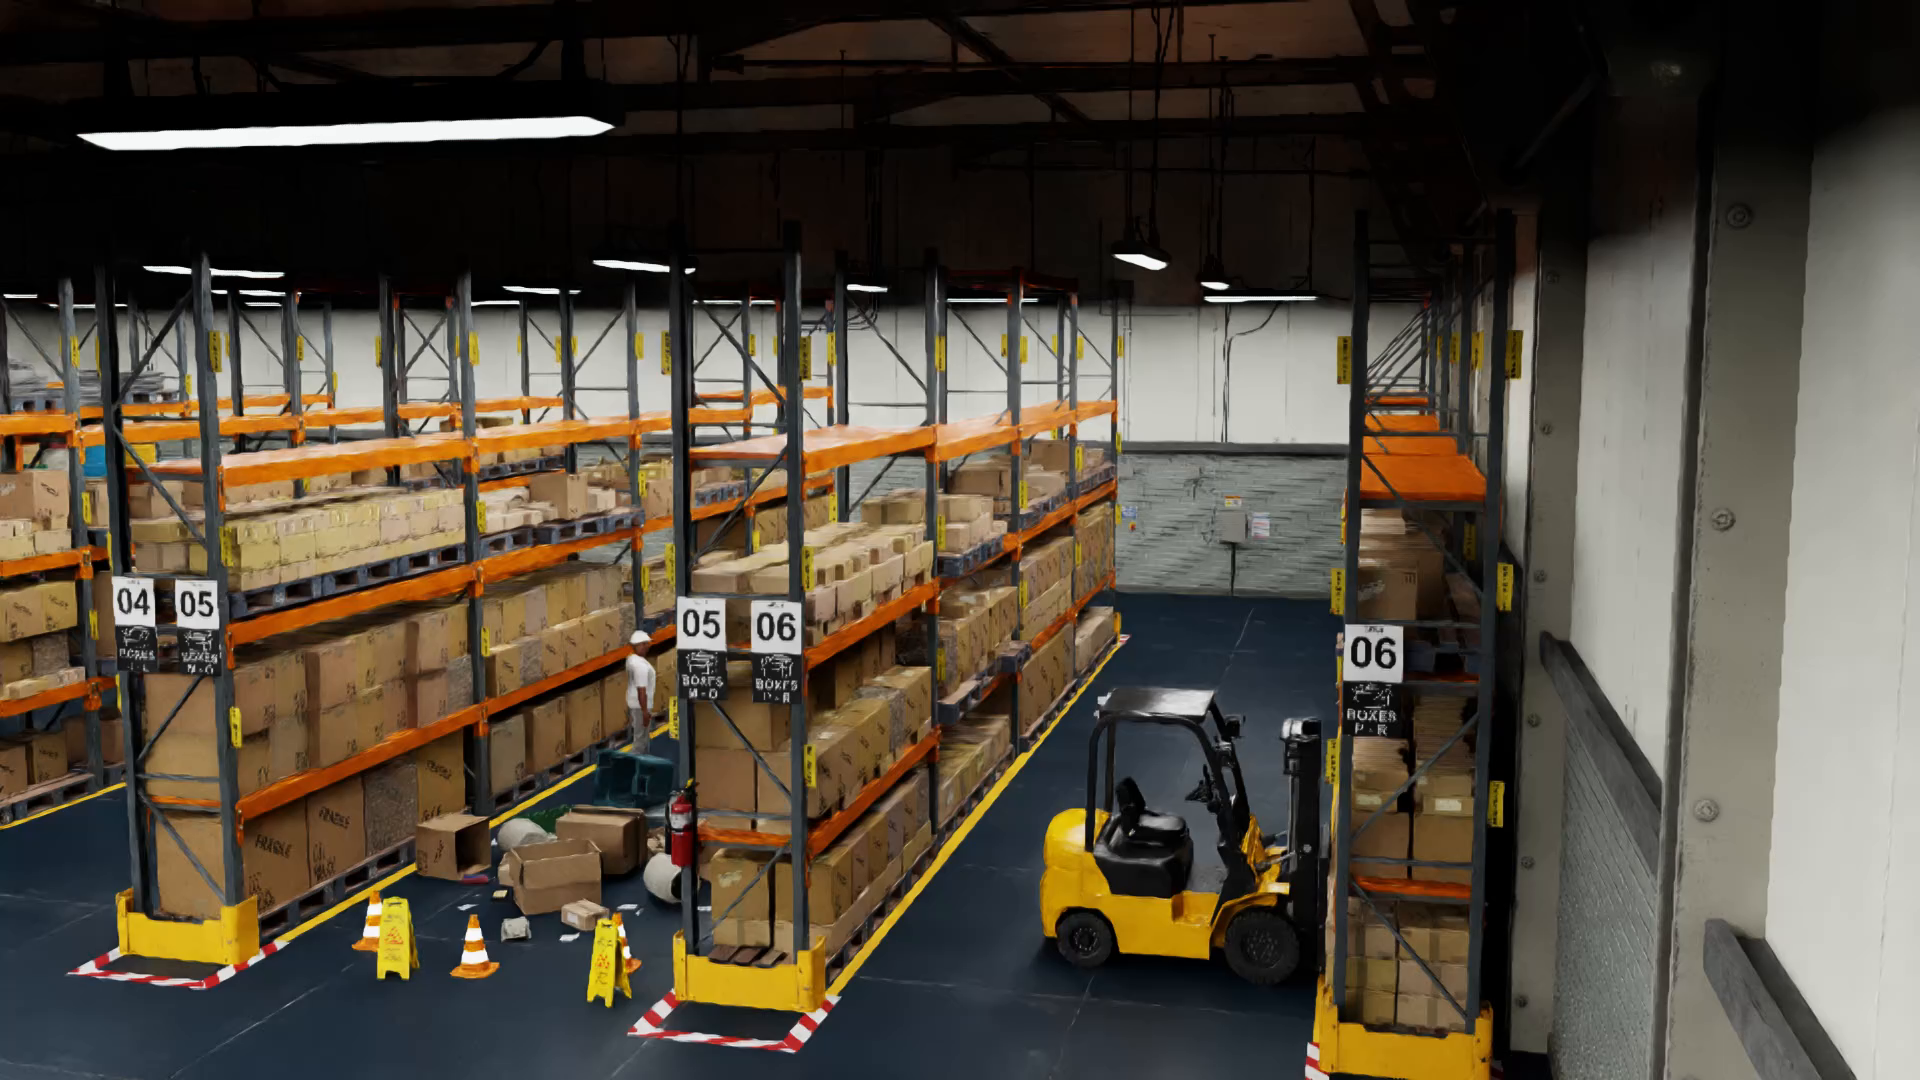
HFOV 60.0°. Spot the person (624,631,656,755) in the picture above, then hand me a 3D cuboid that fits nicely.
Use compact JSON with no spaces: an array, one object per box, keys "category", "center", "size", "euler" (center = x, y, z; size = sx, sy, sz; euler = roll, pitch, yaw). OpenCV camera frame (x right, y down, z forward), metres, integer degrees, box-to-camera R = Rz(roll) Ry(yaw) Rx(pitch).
[{"category":"person","center":[-3.700,1.894,19.283],"size":[0.349,1.706,0.470],"euler":[-2,7,-16]}]
